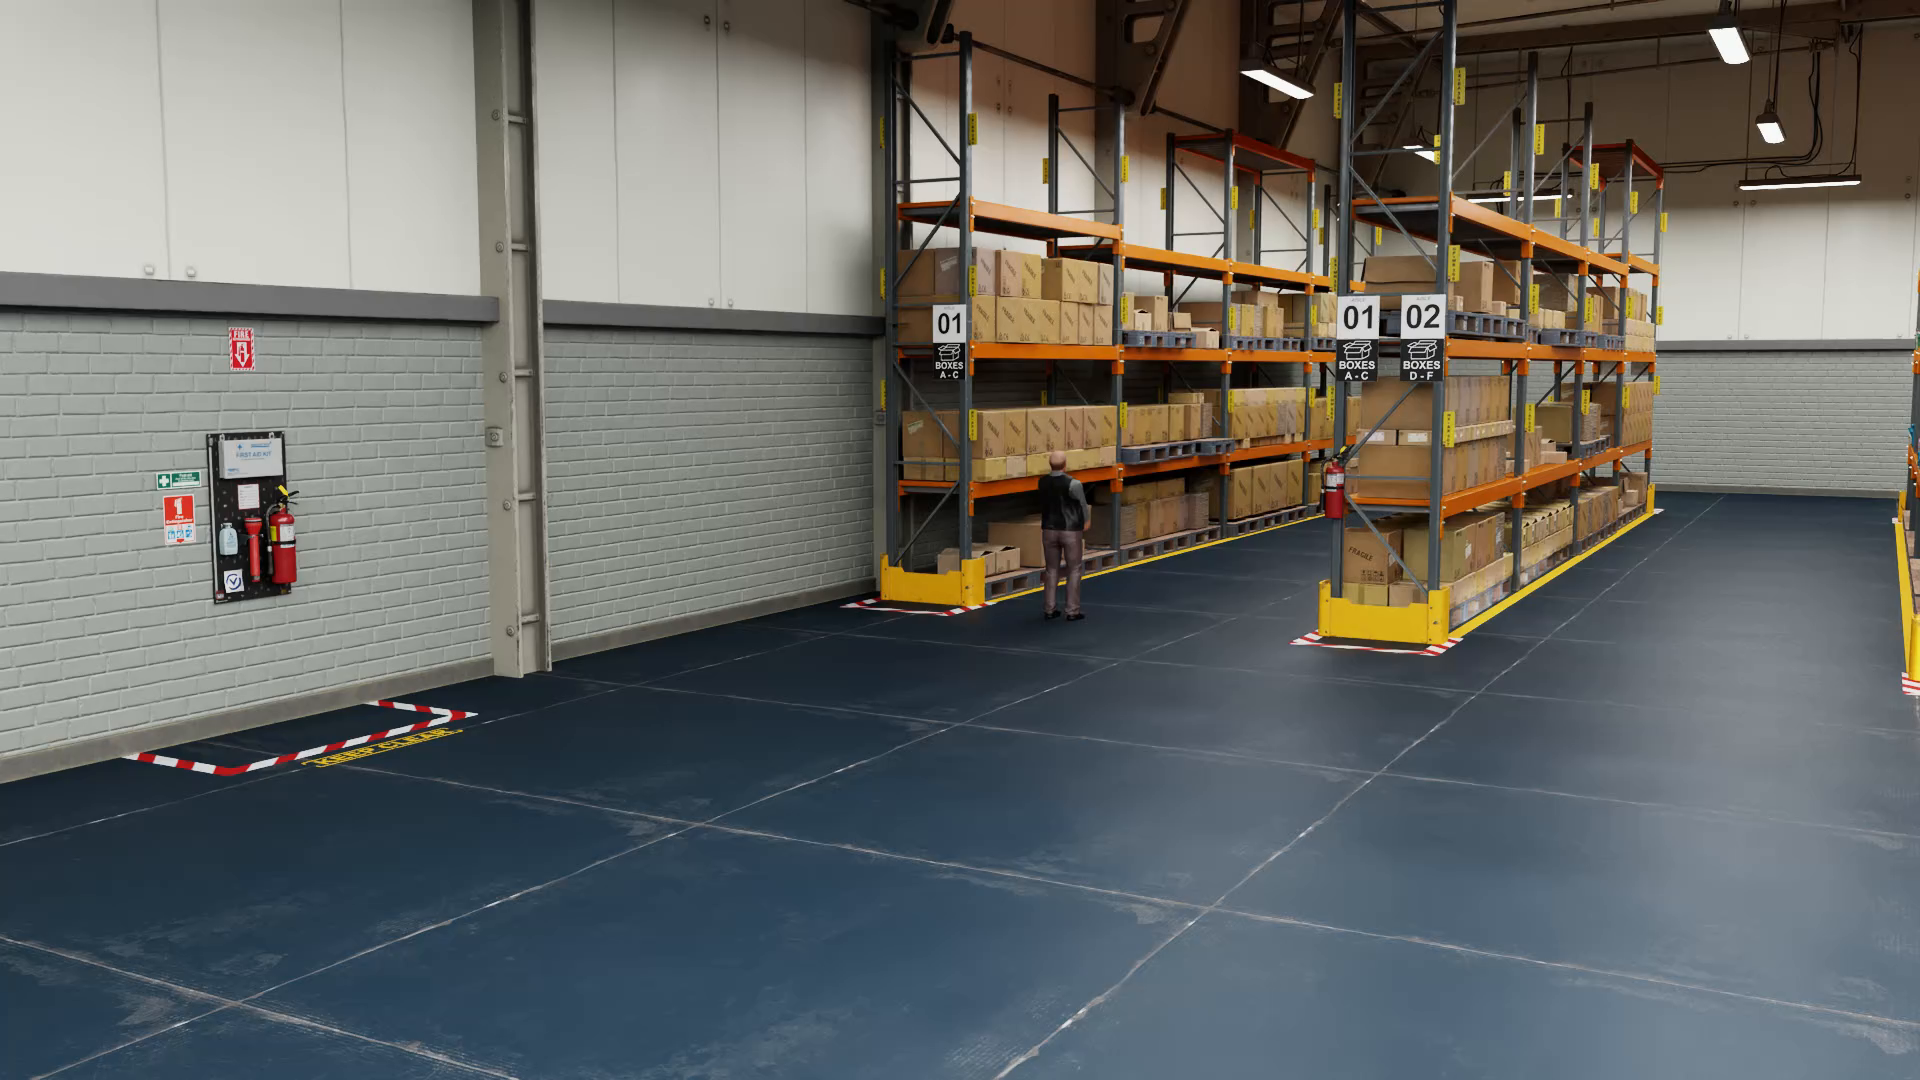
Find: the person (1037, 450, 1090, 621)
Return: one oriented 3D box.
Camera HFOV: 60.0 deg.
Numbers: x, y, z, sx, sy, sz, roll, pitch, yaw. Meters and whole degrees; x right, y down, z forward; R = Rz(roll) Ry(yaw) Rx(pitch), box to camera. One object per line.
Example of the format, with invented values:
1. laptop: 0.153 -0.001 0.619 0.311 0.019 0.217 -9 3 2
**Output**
1. person: 1.068 -0.063 16.907 0.494 1.711 0.560 3 7 29
